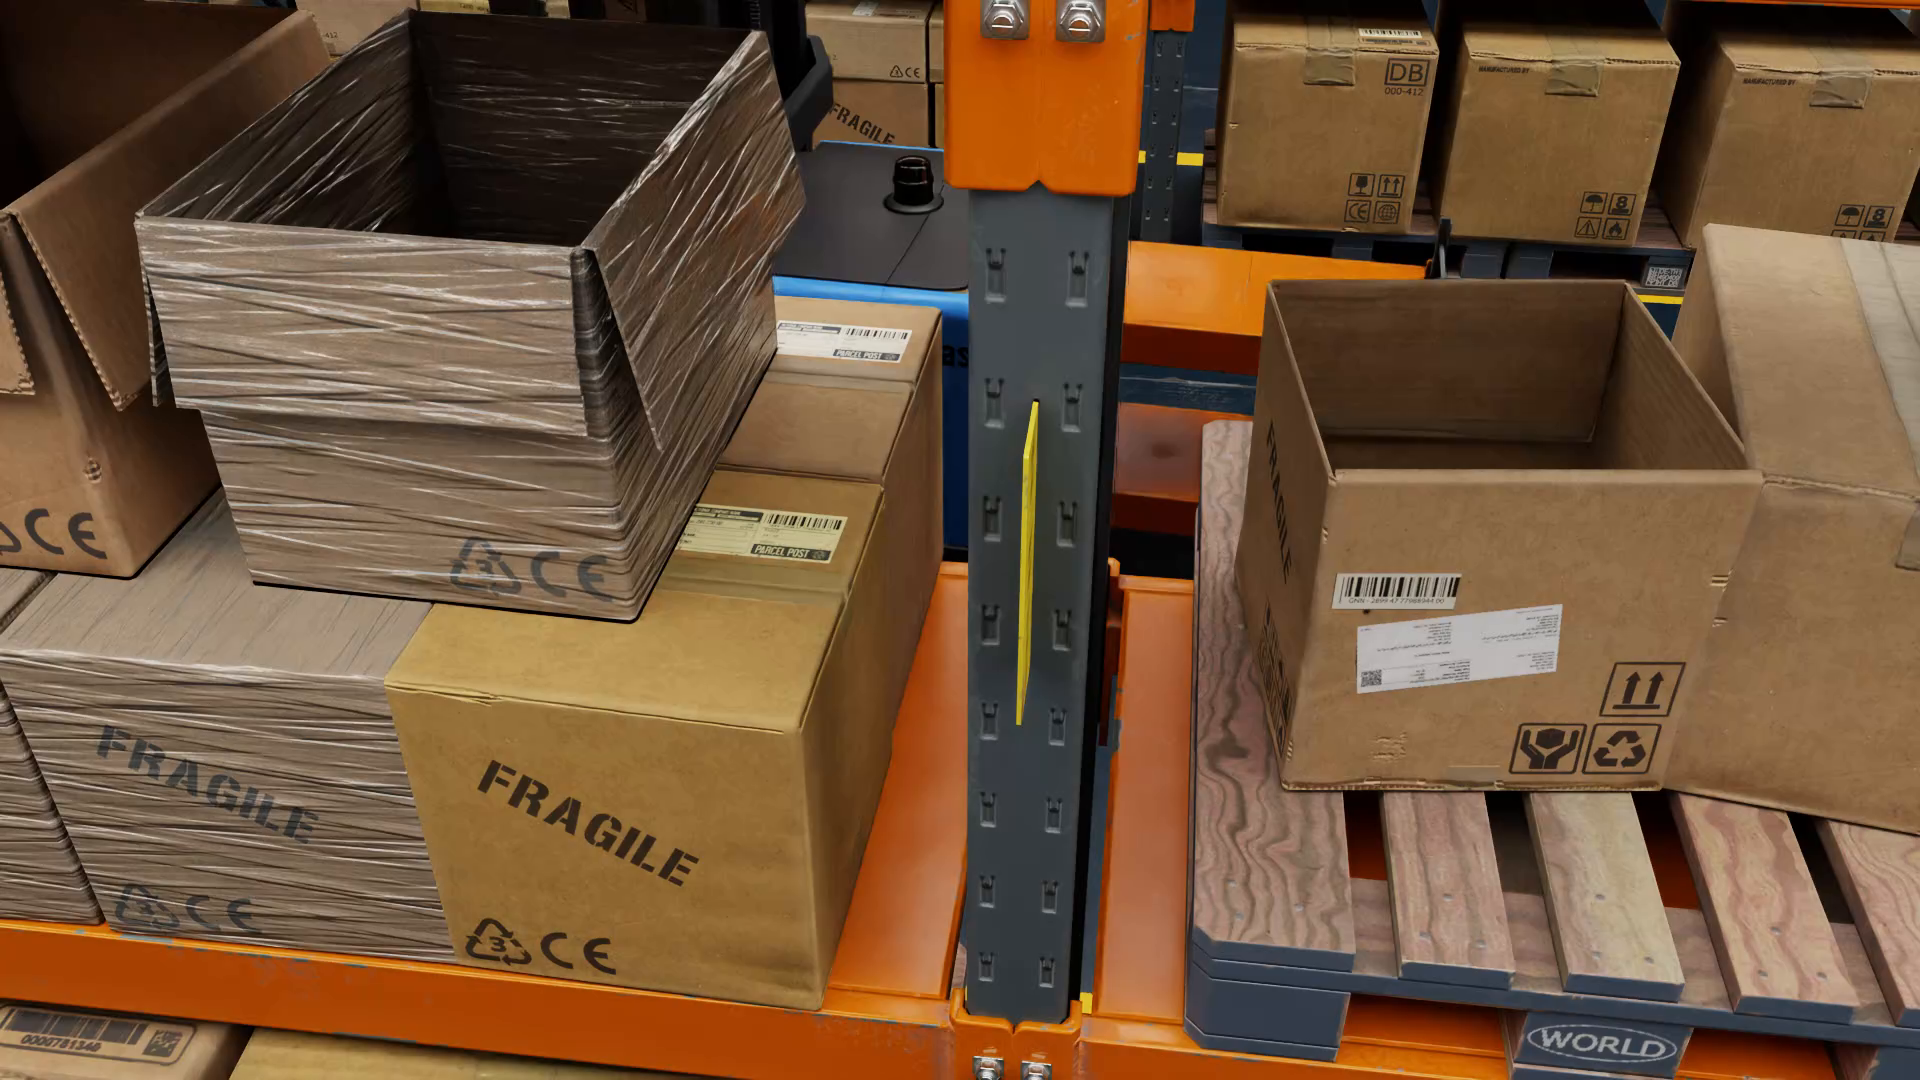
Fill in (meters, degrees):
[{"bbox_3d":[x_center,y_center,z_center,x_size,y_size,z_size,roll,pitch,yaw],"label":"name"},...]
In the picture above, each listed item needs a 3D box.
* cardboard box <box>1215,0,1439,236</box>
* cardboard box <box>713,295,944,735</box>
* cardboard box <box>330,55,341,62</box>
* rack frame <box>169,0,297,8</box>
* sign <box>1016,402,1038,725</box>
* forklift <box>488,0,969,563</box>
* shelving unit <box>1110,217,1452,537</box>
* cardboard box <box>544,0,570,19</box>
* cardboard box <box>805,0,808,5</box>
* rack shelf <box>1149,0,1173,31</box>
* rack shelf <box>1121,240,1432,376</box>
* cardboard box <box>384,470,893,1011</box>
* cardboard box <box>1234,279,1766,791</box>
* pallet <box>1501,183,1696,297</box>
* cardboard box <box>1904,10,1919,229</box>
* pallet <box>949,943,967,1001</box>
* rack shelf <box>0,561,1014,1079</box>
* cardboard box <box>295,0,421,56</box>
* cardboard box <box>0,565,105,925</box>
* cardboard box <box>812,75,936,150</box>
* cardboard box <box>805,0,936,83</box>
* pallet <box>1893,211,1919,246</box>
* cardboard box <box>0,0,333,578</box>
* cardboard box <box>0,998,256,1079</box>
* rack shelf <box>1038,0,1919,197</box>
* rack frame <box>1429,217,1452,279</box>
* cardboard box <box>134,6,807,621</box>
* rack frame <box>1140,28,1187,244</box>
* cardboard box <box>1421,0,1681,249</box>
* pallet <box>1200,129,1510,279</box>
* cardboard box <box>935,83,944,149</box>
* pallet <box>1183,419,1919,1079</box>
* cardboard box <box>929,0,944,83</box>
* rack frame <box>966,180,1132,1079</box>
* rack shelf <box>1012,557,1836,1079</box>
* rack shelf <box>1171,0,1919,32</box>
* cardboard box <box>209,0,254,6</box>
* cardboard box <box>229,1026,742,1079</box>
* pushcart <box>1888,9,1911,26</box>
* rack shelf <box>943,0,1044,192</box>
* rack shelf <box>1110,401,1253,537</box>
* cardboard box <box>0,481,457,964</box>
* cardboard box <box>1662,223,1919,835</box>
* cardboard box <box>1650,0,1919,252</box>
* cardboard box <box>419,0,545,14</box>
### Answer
[{"bbox_3d":[1.458,-1.829,6.806,0.750,0.750,1.050,4,36,5],"label":"cardboard box"},{"bbox_3d":[-0.314,-0.054,2.657,0.500,0.500,0.500,5,36,7],"label":"cardboard box"},{"bbox_3d":[-2.403,-1.913,7.138,0.500,0.500,0.500,6,36,8],"label":"cardboard box"},{"bbox_3d":[-3.102,-2.967,6.825,0.127,3.000,1.000,4,36,6],"label":"rack frame"},{"bbox_3d":[0.066,0.028,1.631,0.005,0.325,0.100,4,36,6],"label":"sign"},{"bbox_3d":[-1.224,-1.373,4.651,3.031,2.935,1.130,7,36,10],"label":"forklift"},{"bbox_3d":[0.781,-0.342,4.761,1.048,1.125,0.538,7,36,10],"label":"shelving unit"},{"bbox_3d":[-1.369,-2.140,6.811,0.500,0.250,0.500,6,36,8],"label":"cardboard box"},{"bbox_3d":[-0.851,-2.107,6.765,0.500,0.250,0.500,5,36,7],"label":"cardboard box"},{"bbox_3d":[-1.119,-2.526,6.826,4.000,0.370,1.077,4,36,6],"label":"rack shelf"},{"bbox_3d":[0.781,-0.580,4.591,1.000,0.278,0.538,7,36,10],"label":"rack shelf"},{"bbox_3d":[-0.388,0.245,2.238,0.500,0.500,0.500,5,36,7],"label":"cardboard box"},{"bbox_3d":[0.674,-0.015,2.241,0.500,0.500,0.500,0,36,0],"label":"cardboard box"},{"bbox_3d":[2.844,-1.342,6.949,1.213,0.211,1.003,4,36,6],"label":"pallet"},{"bbox_3d":[4.205,-1.624,6.519,0.750,0.750,1.050,4,36,6],"label":"cardboard box"},{"bbox_3d":[-0.639,1.213,3.369,1.213,0.211,1.003,4,36,6],"label":"pallet"},{"bbox_3d":[-1.851,0.325,2.832,4.000,0.370,1.077,4,36,6],"label":"rack shelf"},{"bbox_3d":[-2.403,-2.219,6.921,0.500,0.250,0.500,3,36,4],"label":"cardboard box"},{"bbox_3d":[-1.397,0.168,2.346,0.500,0.500,0.500,3,36,4],"label":"cardboard box"},{"bbox_3d":[-0.335,-1.763,6.928,0.500,0.500,0.500,6,36,8],"label":"cardboard box"},{"bbox_3d":[-0.349,-2.060,6.699,0.500,0.250,0.500,5,36,7],"label":"cardboard box"},{"bbox_3d":[4.058,-1.253,6.825,1.213,0.211,1.003,4,36,6],"label":"pallet"},{"bbox_3d":[-1.236,-0.383,2.254,0.637,0.503,0.797,5,36,7],"label":"cardboard box"},{"bbox_3d":[-1.432,0.740,3.098,0.875,0.875,1.225,4,36,6],"label":"cardboard box"},{"bbox_3d":[2.117,-0.600,1.546,4.000,0.370,1.077,4,36,6],"label":"rack shelf"},{"bbox_3d":[1.279,-0.282,4.677,0.032,1.125,0.500,7,36,10],"label":"rack frame"},{"bbox_3d":[-0.590,-0.333,2.185,0.637,0.503,0.797,5,36,8],"label":"cardboard box"},{"bbox_3d":[0.865,-2.671,6.410,0.127,3.000,1.000,4,36,6],"label":"rack frame"},{"bbox_3d":[2.325,-1.766,6.718,0.750,0.750,1.050,5,36,7],"label":"cardboard box"},{"bbox_3d":[1.638,-1.434,7.078,1.213,0.211,1.003,4,36,6],"label":"pallet"},{"bbox_3d":[0.179,-1.722,6.871,0.500,0.500,0.500,4,36,6],"label":"cardboard box"},{"bbox_3d":[0.854,0.249,2.484,1.003,0.211,1.213,4,36,6],"label":"pallet"},{"bbox_3d":[0.153,-2.029,6.656,0.500,0.250,0.500,3,36,5],"label":"cardboard box"},{"bbox_3d":[0.133,0.180,2.416,0.127,3.000,1.000,4,36,6],"label":"rack frame"},{"bbox_3d":[2.117,0.620,2.418,4.000,0.370,1.077,4,36,6],"label":"rack shelf"},{"bbox_3d":[2.849,-2.230,6.412,4.000,0.370,1.077,4,36,6],"label":"rack shelf"},{"bbox_3d":[-3.418,-2.364,7.561,0.250,0.149,0.380,6,36,8],"label":"cardboard box"},{"bbox_3d":[-0.549,0.811,3.000,0.875,0.875,1.225,3,36,4],"label":"cardboard box"},{"bbox_3d":[5.122,-2.850,8.918,0.936,0.377,1.648,-7,36,-10],"label":"pushcart"},{"bbox_3d":[-1.851,-0.896,1.961,4.000,0.370,1.077,4,36,6],"label":"rack shelf"},{"bbox_3d":[0.781,-0.143,4.903,1.000,0.278,0.538,7,36,10],"label":"rack shelf"},{"bbox_3d":[-0.882,0.205,2.295,0.500,0.500,0.500,4,36,6],"label":"cardboard box"},{"bbox_3d":[1.240,-0.031,2.264,0.500,0.500,0.700,9,37,13],"label":"cardboard box"},{"bbox_3d":[3.249,-1.698,6.622,0.750,0.750,1.050,4,36,6],"label":"cardboard box"},{"bbox_3d":[-1.874,-2.181,6.868,0.500,0.250,0.500,5,36,7],"label":"cardboard box"}]
